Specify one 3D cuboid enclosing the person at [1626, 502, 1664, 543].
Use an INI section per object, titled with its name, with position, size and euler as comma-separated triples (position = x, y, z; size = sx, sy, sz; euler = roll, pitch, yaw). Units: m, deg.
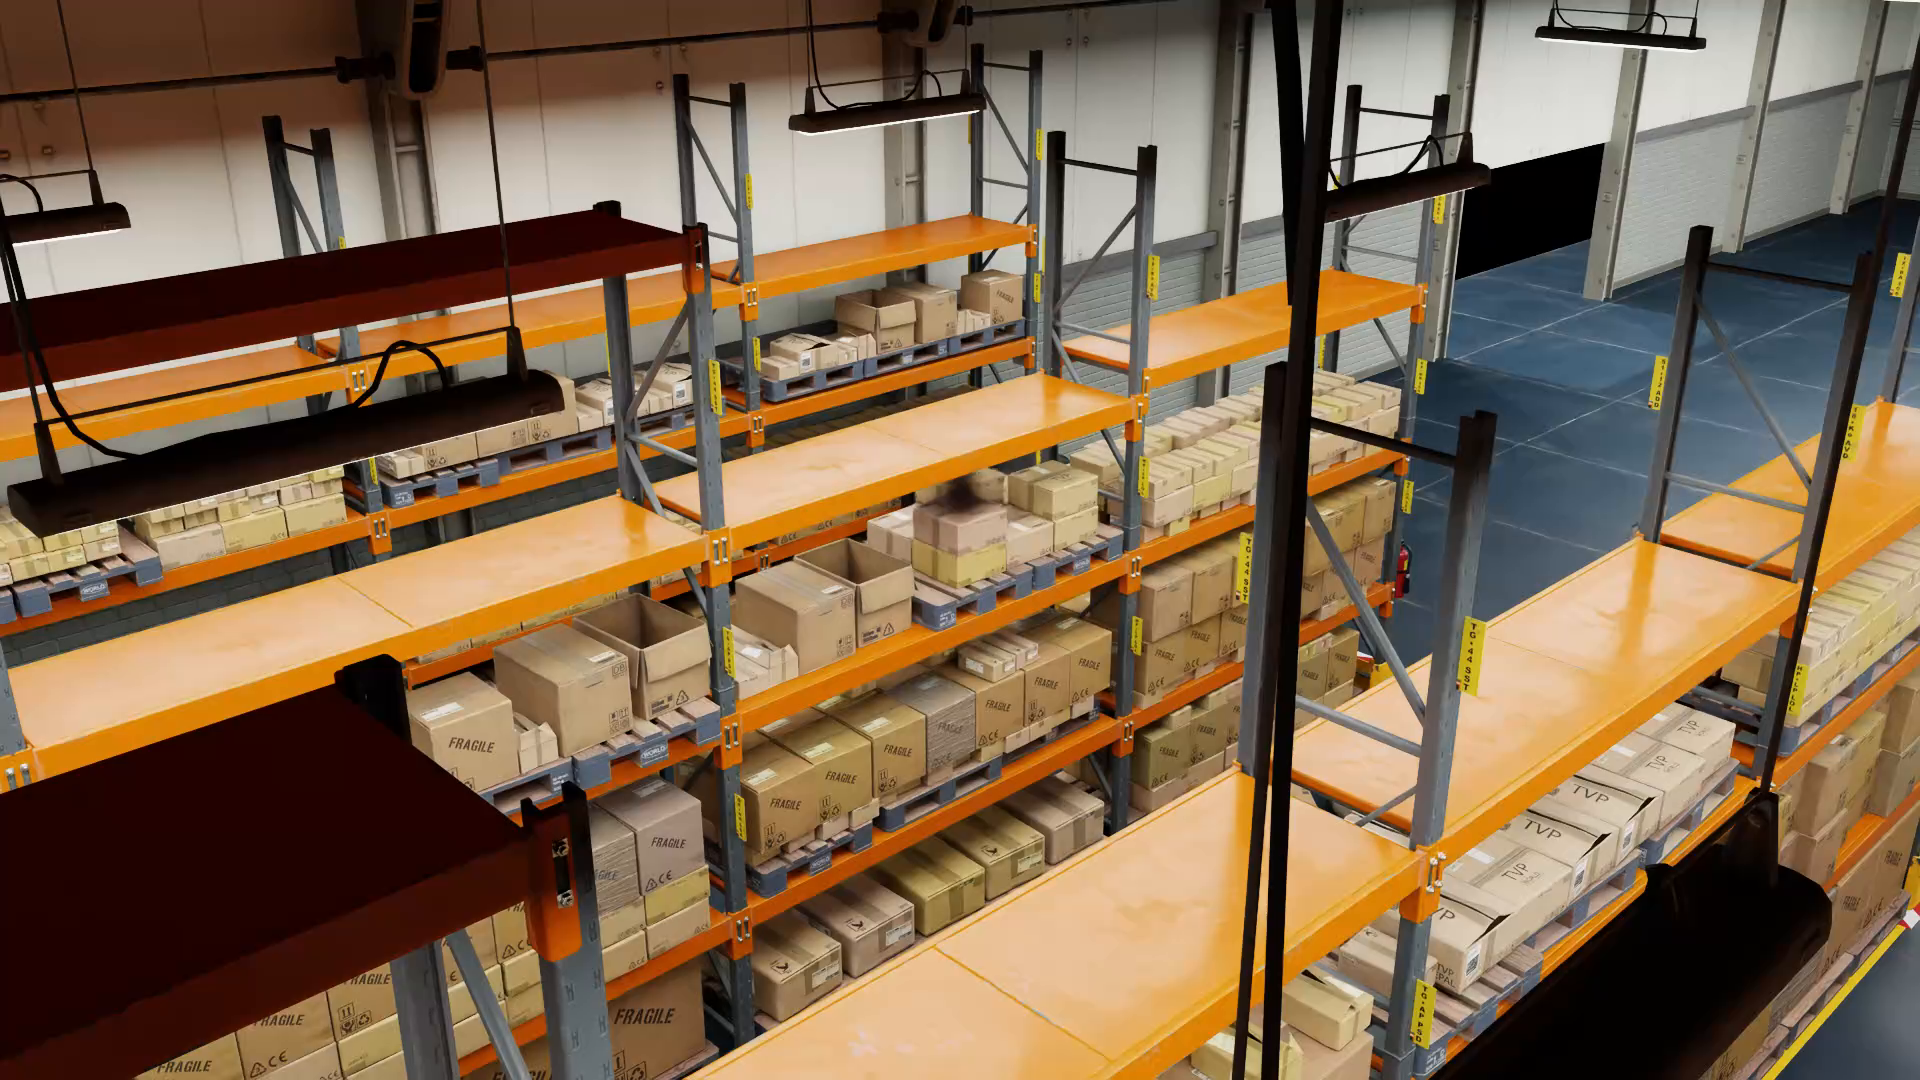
[person]
position = 7.276, 0.374, 17.723
size = 0.588, 1.735, 0.367
euler = -5, 23, -12
